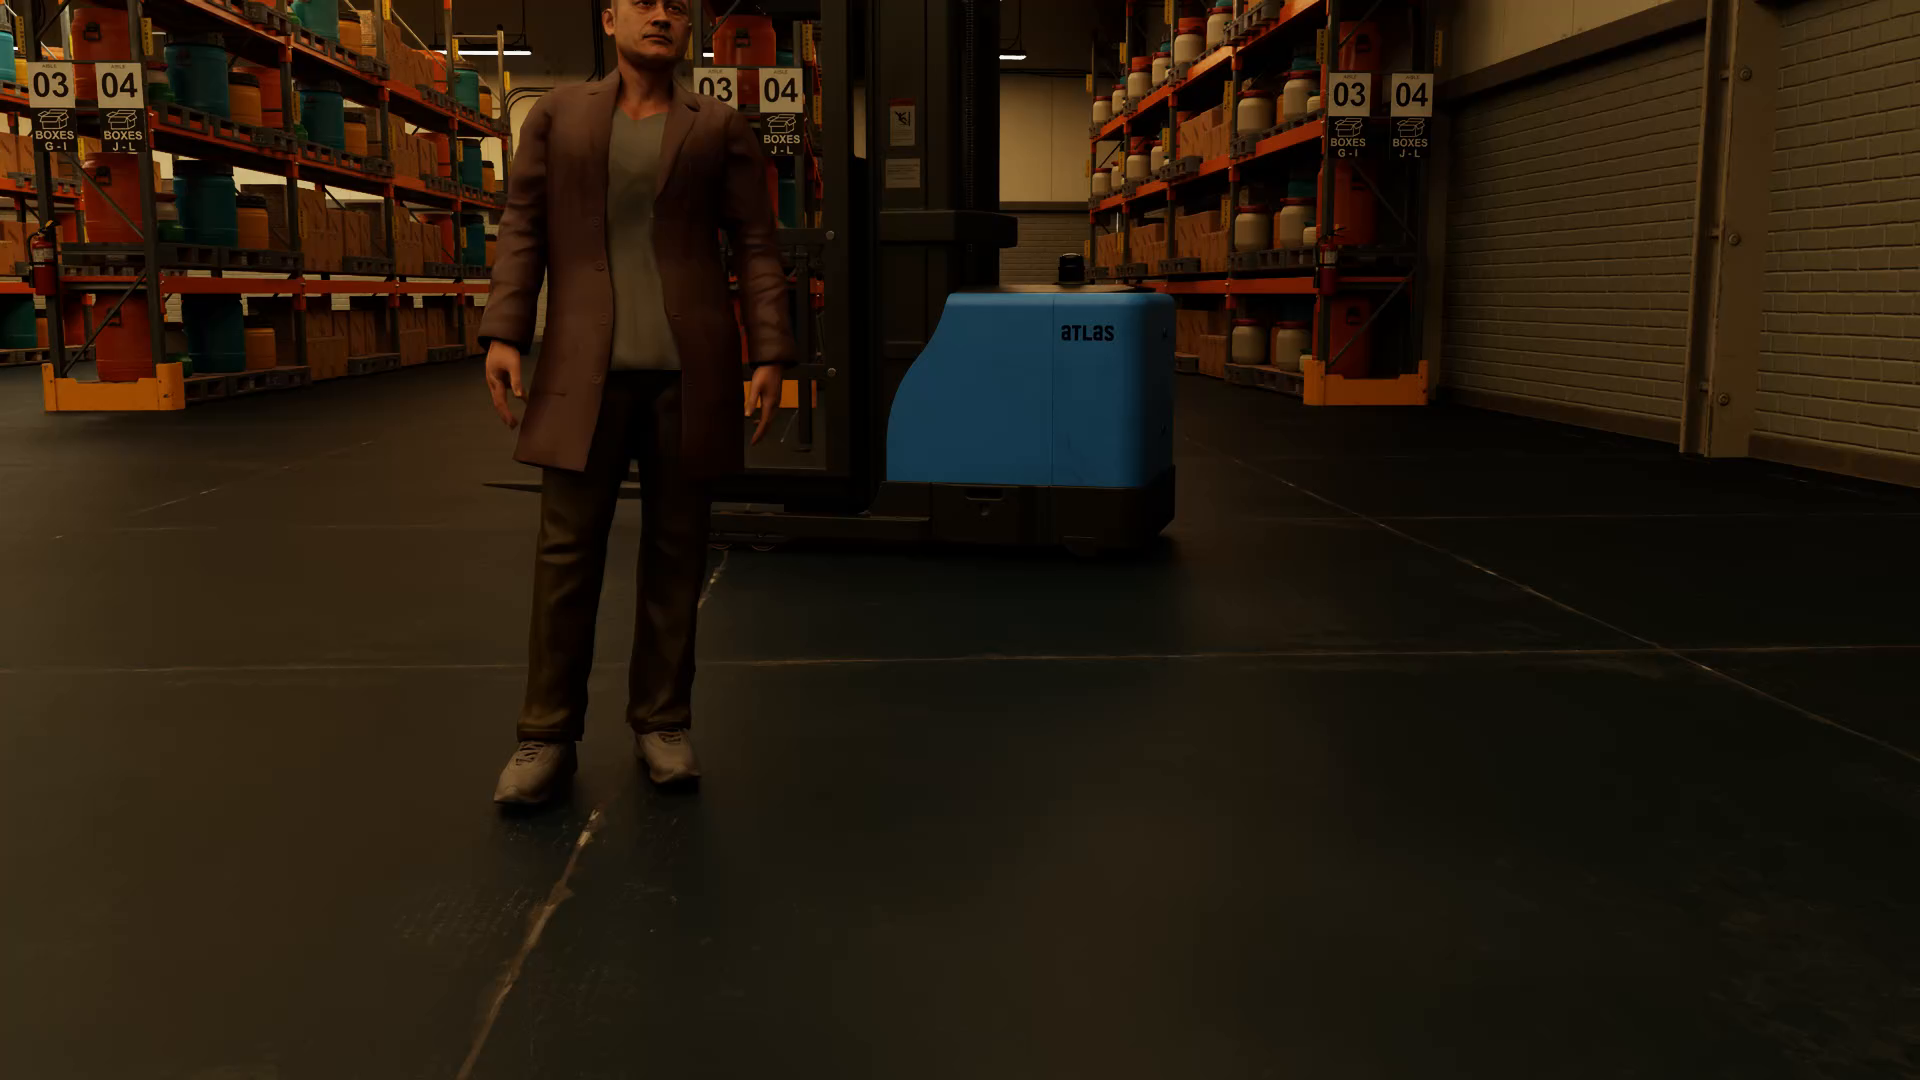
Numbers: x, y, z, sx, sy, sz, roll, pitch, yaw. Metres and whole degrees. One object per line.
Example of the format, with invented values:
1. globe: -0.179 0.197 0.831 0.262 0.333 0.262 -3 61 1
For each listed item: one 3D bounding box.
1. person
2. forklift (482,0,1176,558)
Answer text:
1. person: -0.694 -0.357 3.614 0.698 1.777 0.580 -1 9 -10
2. forklift: -0.609 -1.473 7.254 3.031 2.935 1.130 2 9 15
